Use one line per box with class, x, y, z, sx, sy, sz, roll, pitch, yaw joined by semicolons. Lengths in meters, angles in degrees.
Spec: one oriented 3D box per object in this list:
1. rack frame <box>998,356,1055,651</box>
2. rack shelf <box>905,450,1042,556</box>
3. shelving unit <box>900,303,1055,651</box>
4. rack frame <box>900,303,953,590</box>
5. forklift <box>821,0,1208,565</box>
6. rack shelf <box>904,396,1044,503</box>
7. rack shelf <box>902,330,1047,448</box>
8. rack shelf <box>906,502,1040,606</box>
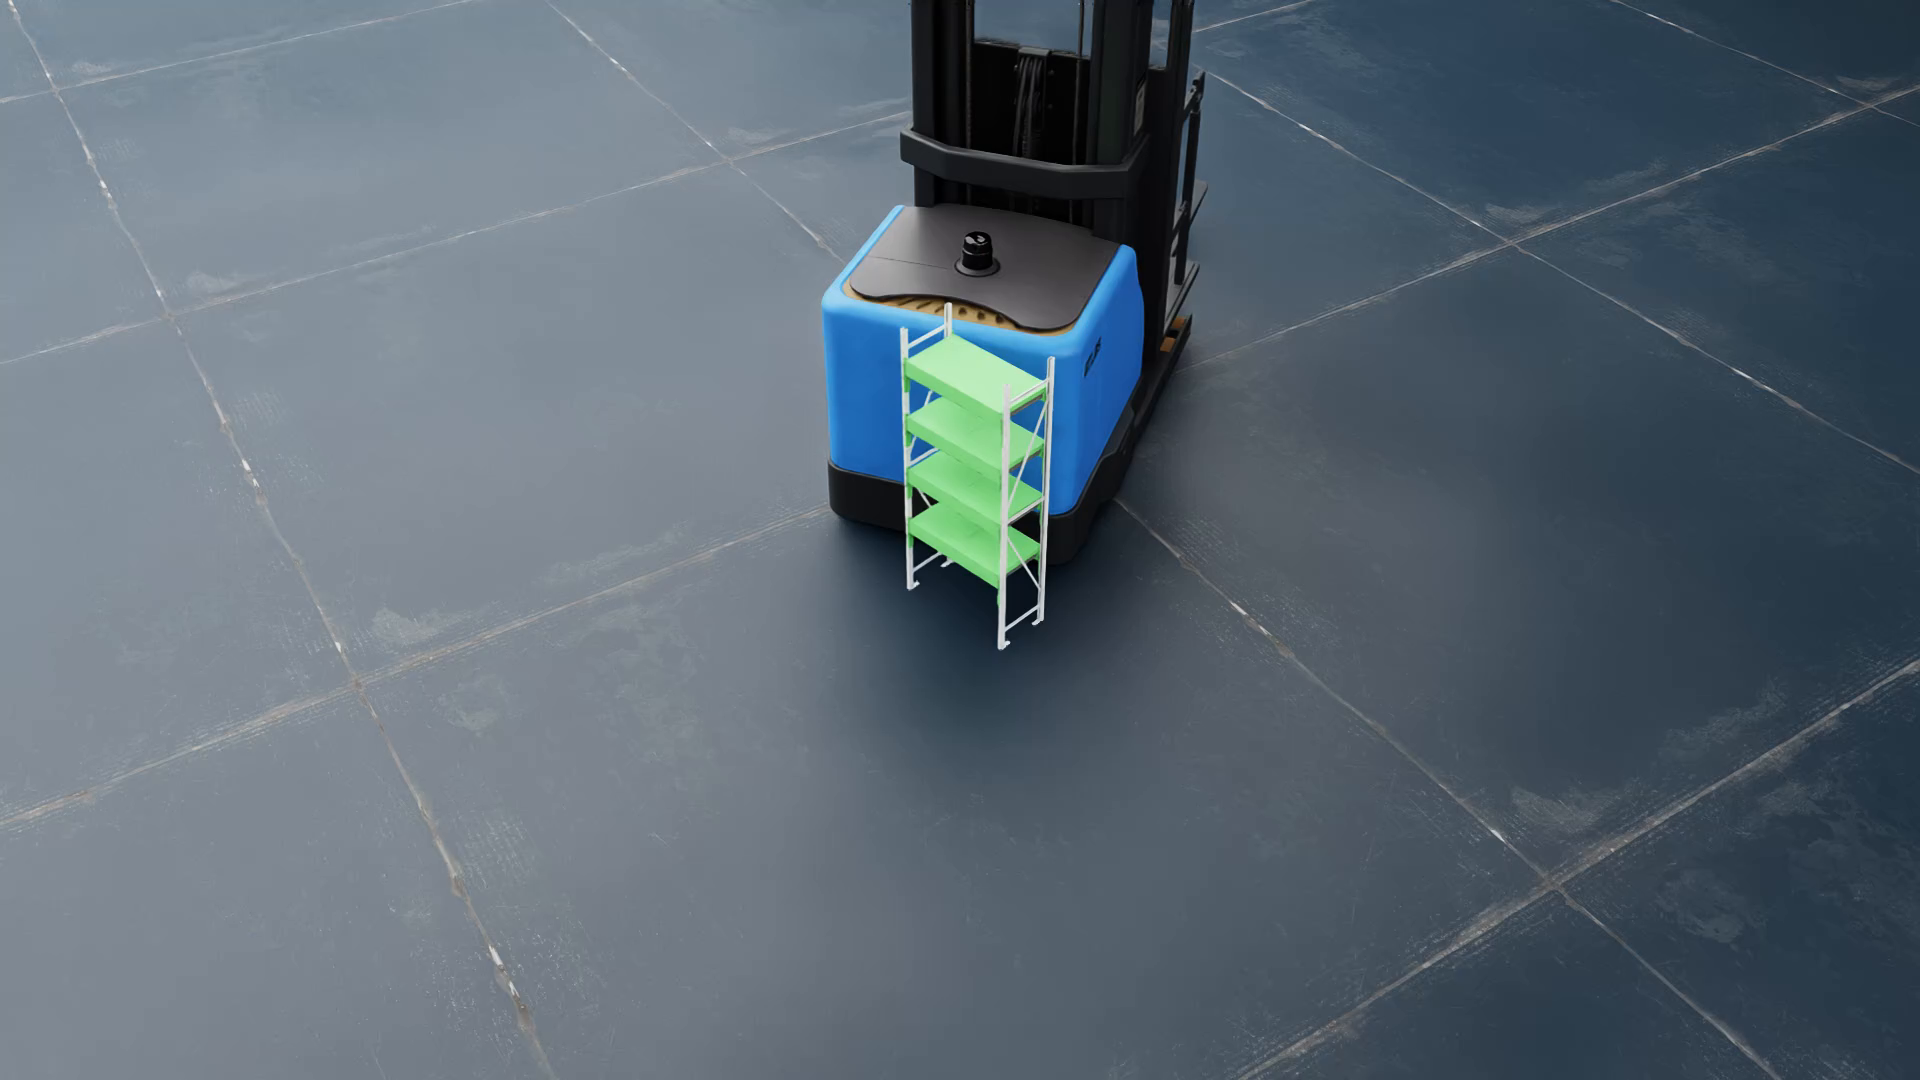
rack frame;0.232;-0.103;5.936;0.015;1.200;0.240;32;49;32
rack shelf;0.057;-0.163;6.108;0.480;0.148;0.258;32;49;32
shelving unit;0.057;-0.212;6.067;0.503;1.200;0.258;32;49;32
rack frame;-0.118;-0.321;6.198;0.015;1.200;0.240;32;49;32
forklift;0.448;-1.979;6.835;1.130;2.935;3.031;13;42;15
rack shelf;0.057;-0.347;5.954;0.480;0.148;0.258;32;49;32
rack shelf;0.057;-0.532;5.801;0.480;0.148;0.258;32;49;32
rack shelf;0.057;0.021;6.262;0.480;0.148;0.258;32;49;32
